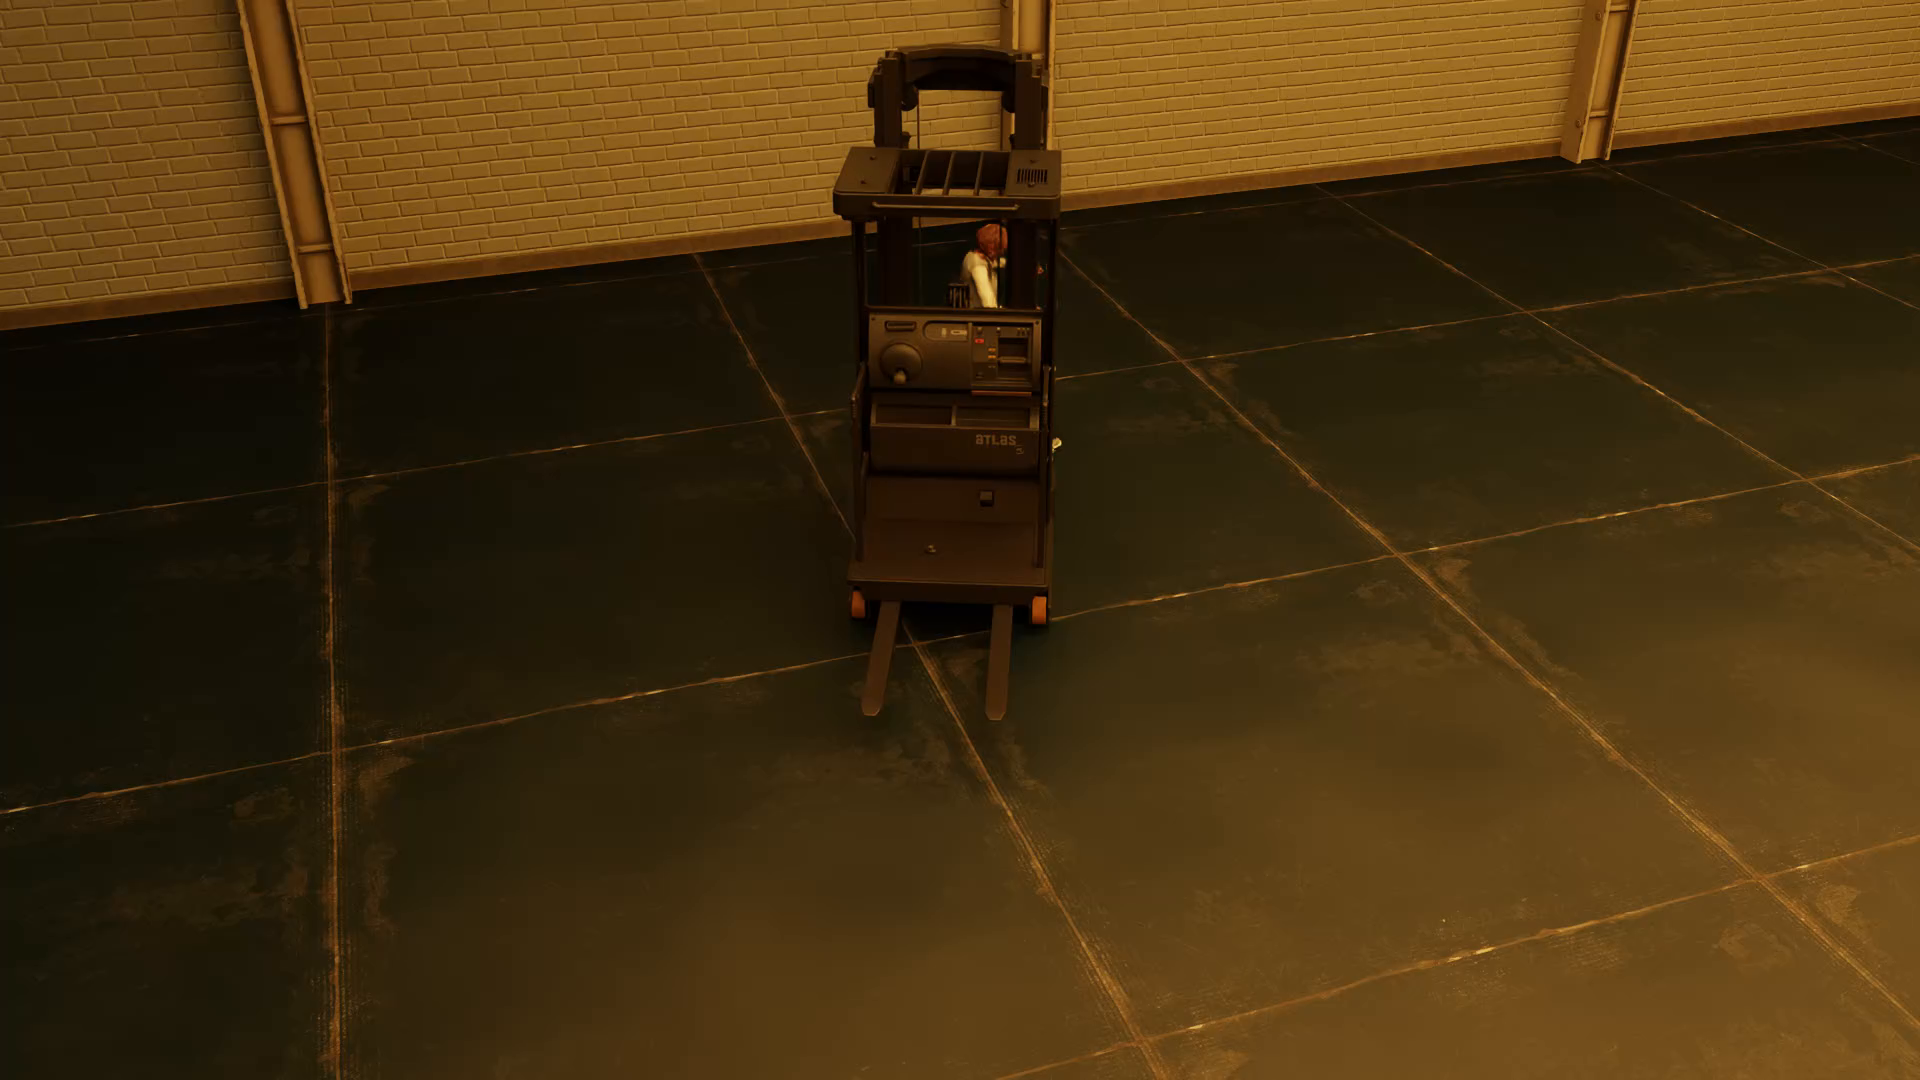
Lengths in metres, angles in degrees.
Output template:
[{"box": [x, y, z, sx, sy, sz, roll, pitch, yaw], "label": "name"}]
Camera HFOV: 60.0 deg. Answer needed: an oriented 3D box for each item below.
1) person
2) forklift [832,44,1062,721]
[{"box": [0.268, -1.463, 11.158, 0.778, 1.405, 1.132, -1, 30, -2], "label": "person"}, {"box": [-0.039, -0.967, 8.767, 1.130, 2.935, 3.031, 2, 30, 3], "label": "forklift"}]
